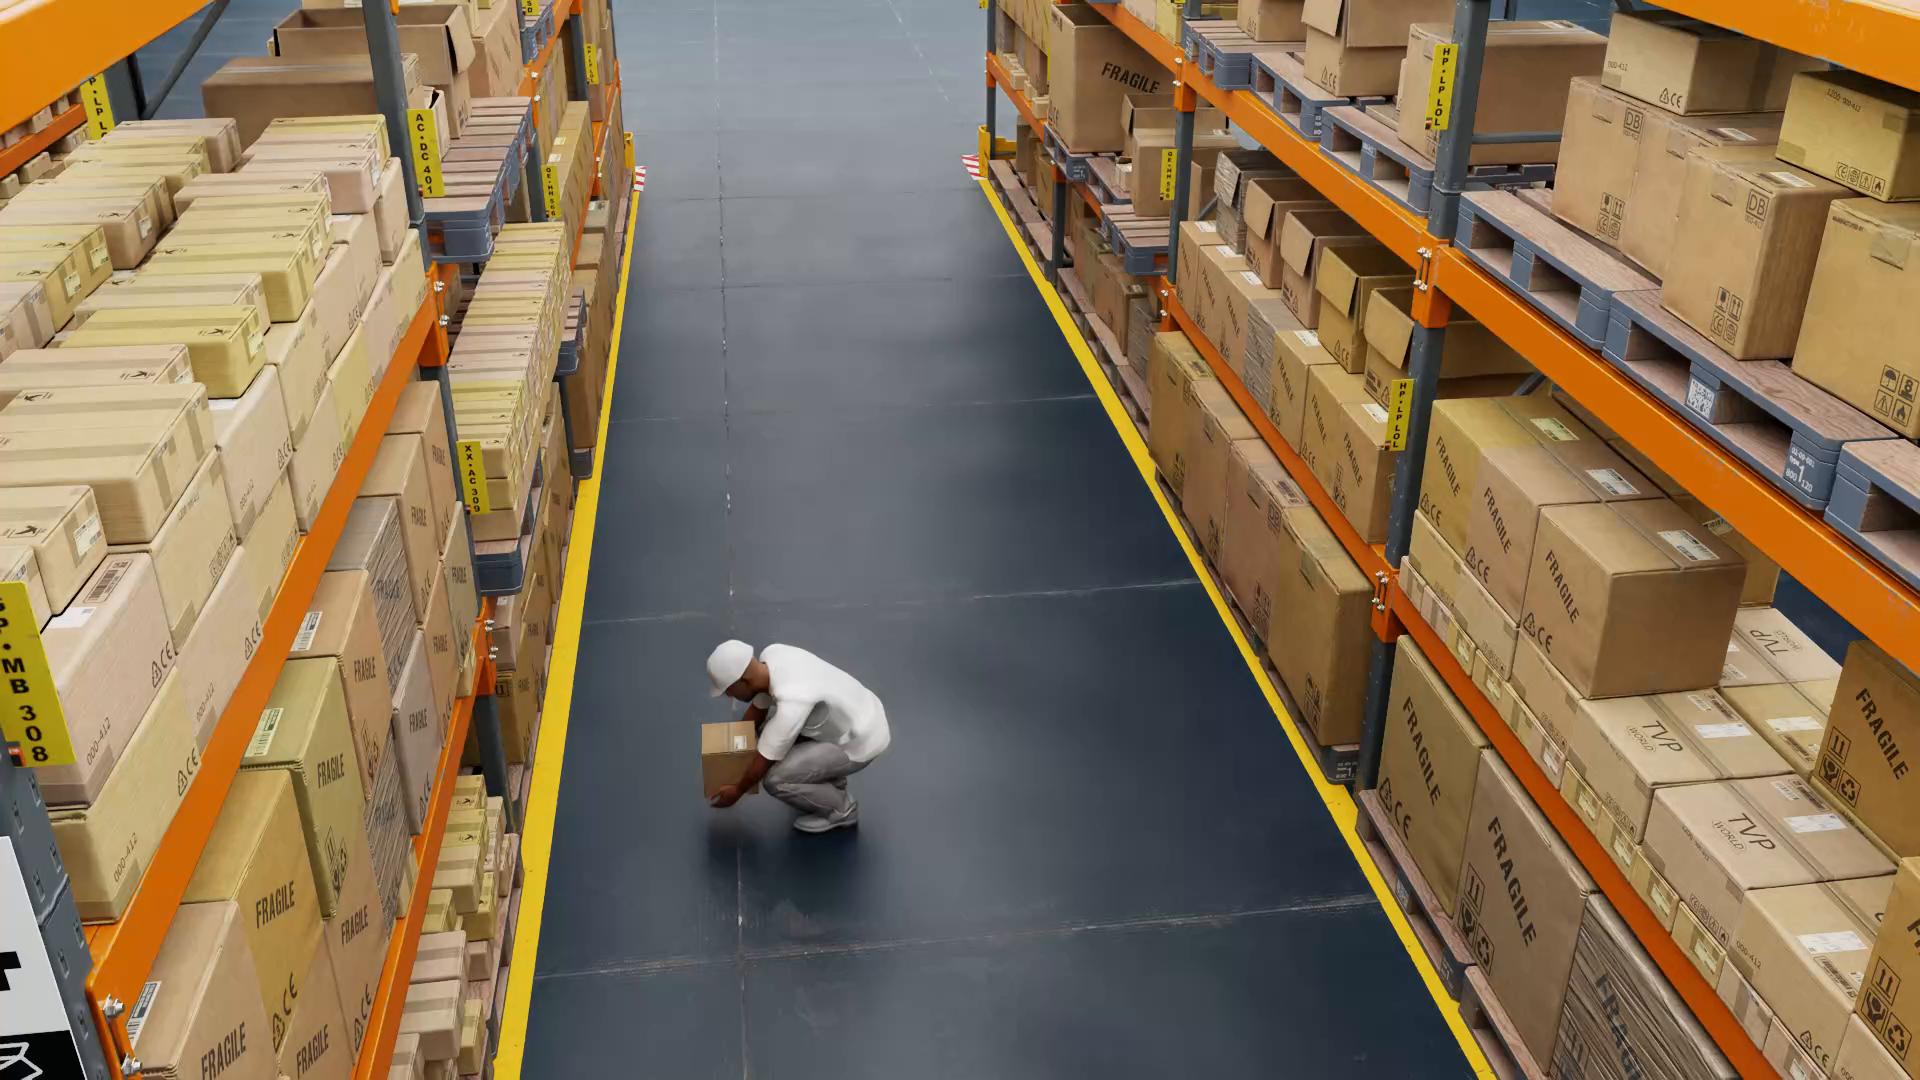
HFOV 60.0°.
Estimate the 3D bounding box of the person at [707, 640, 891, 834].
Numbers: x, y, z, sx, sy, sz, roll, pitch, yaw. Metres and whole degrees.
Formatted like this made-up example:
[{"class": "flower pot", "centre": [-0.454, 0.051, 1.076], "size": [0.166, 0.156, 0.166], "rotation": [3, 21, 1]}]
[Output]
[{"class": "person", "centre": [-0.759, 0.868, 7.742], "size": [0.860, 0.998, 0.598], "rotation": [-4, 27, -7]}]
